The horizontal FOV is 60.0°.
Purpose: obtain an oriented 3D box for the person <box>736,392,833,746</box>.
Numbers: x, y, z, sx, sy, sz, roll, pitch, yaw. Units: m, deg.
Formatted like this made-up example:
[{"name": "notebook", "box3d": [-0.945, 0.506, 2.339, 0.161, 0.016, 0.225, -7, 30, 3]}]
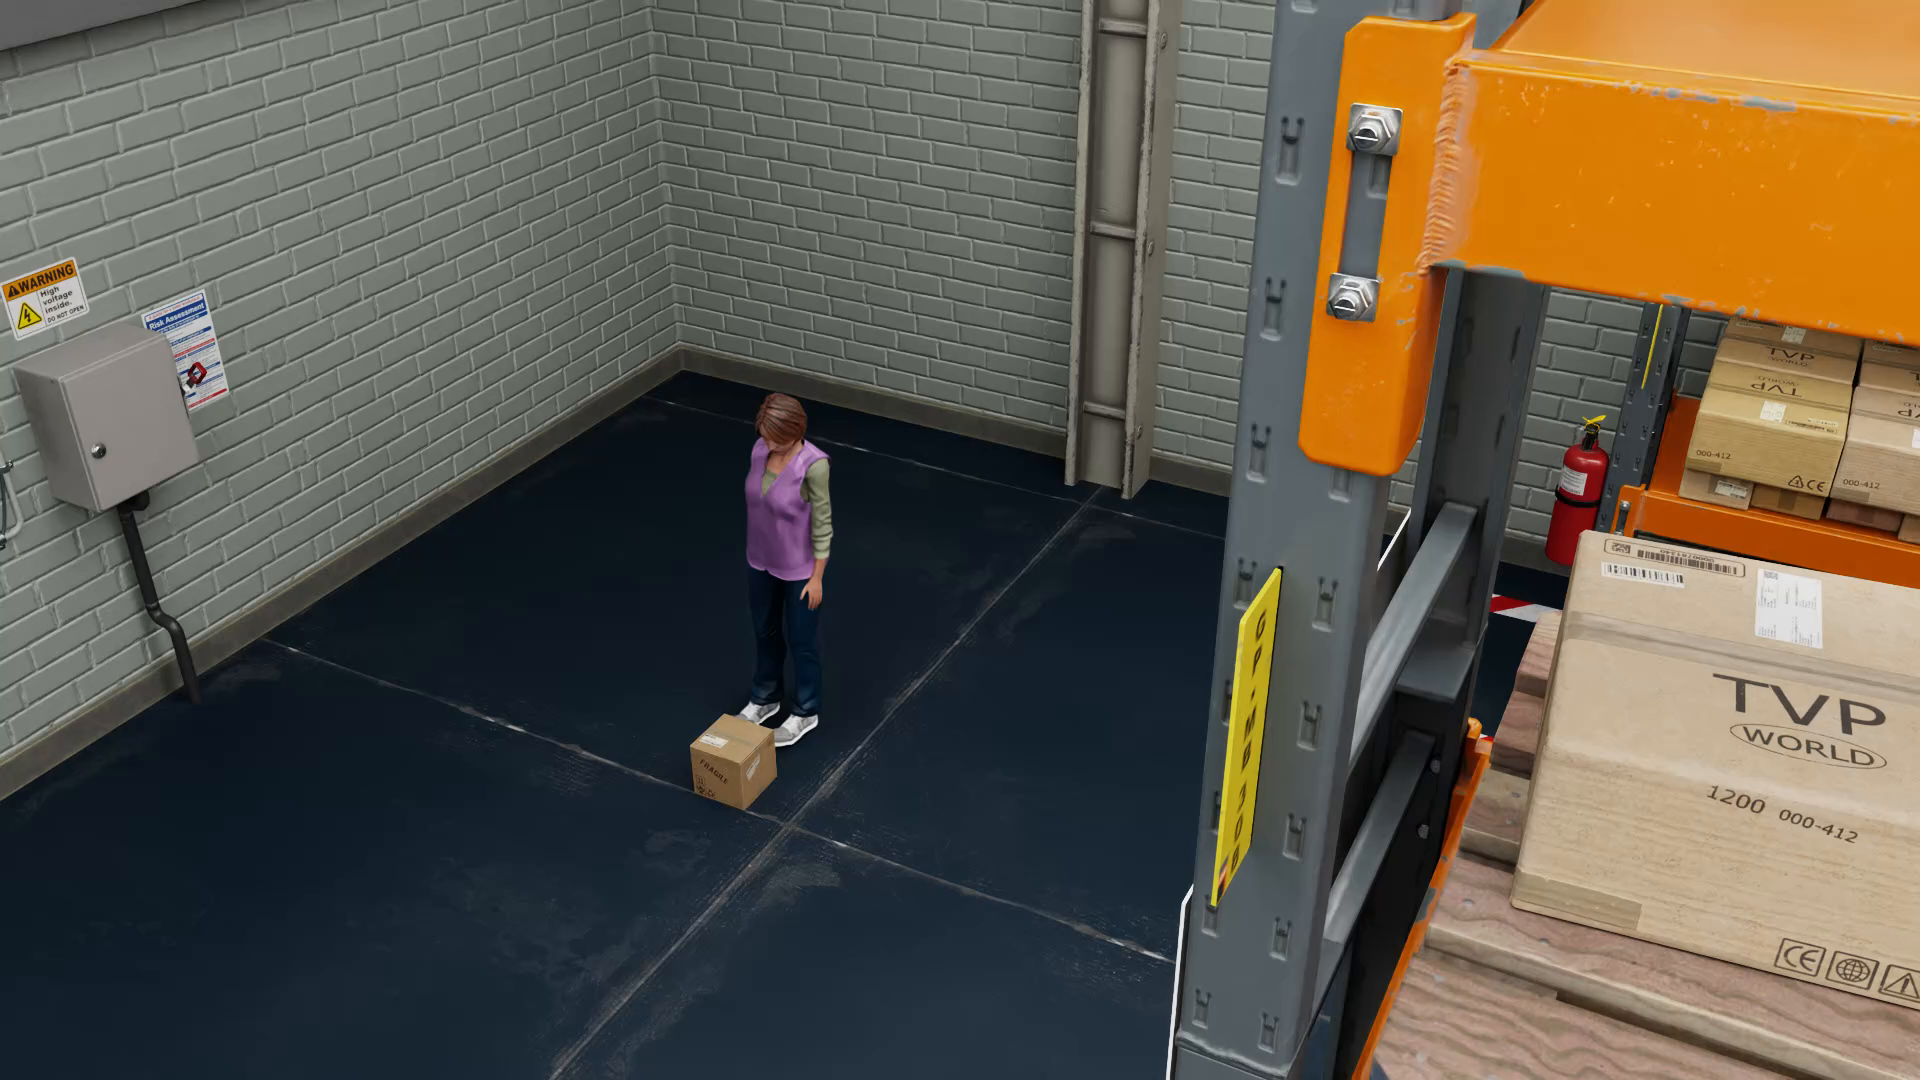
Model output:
[{"name": "person", "box3d": [-0.738, 0.133, 6.882, 0.433, 1.607, 0.394, 20, 36, 30]}]
